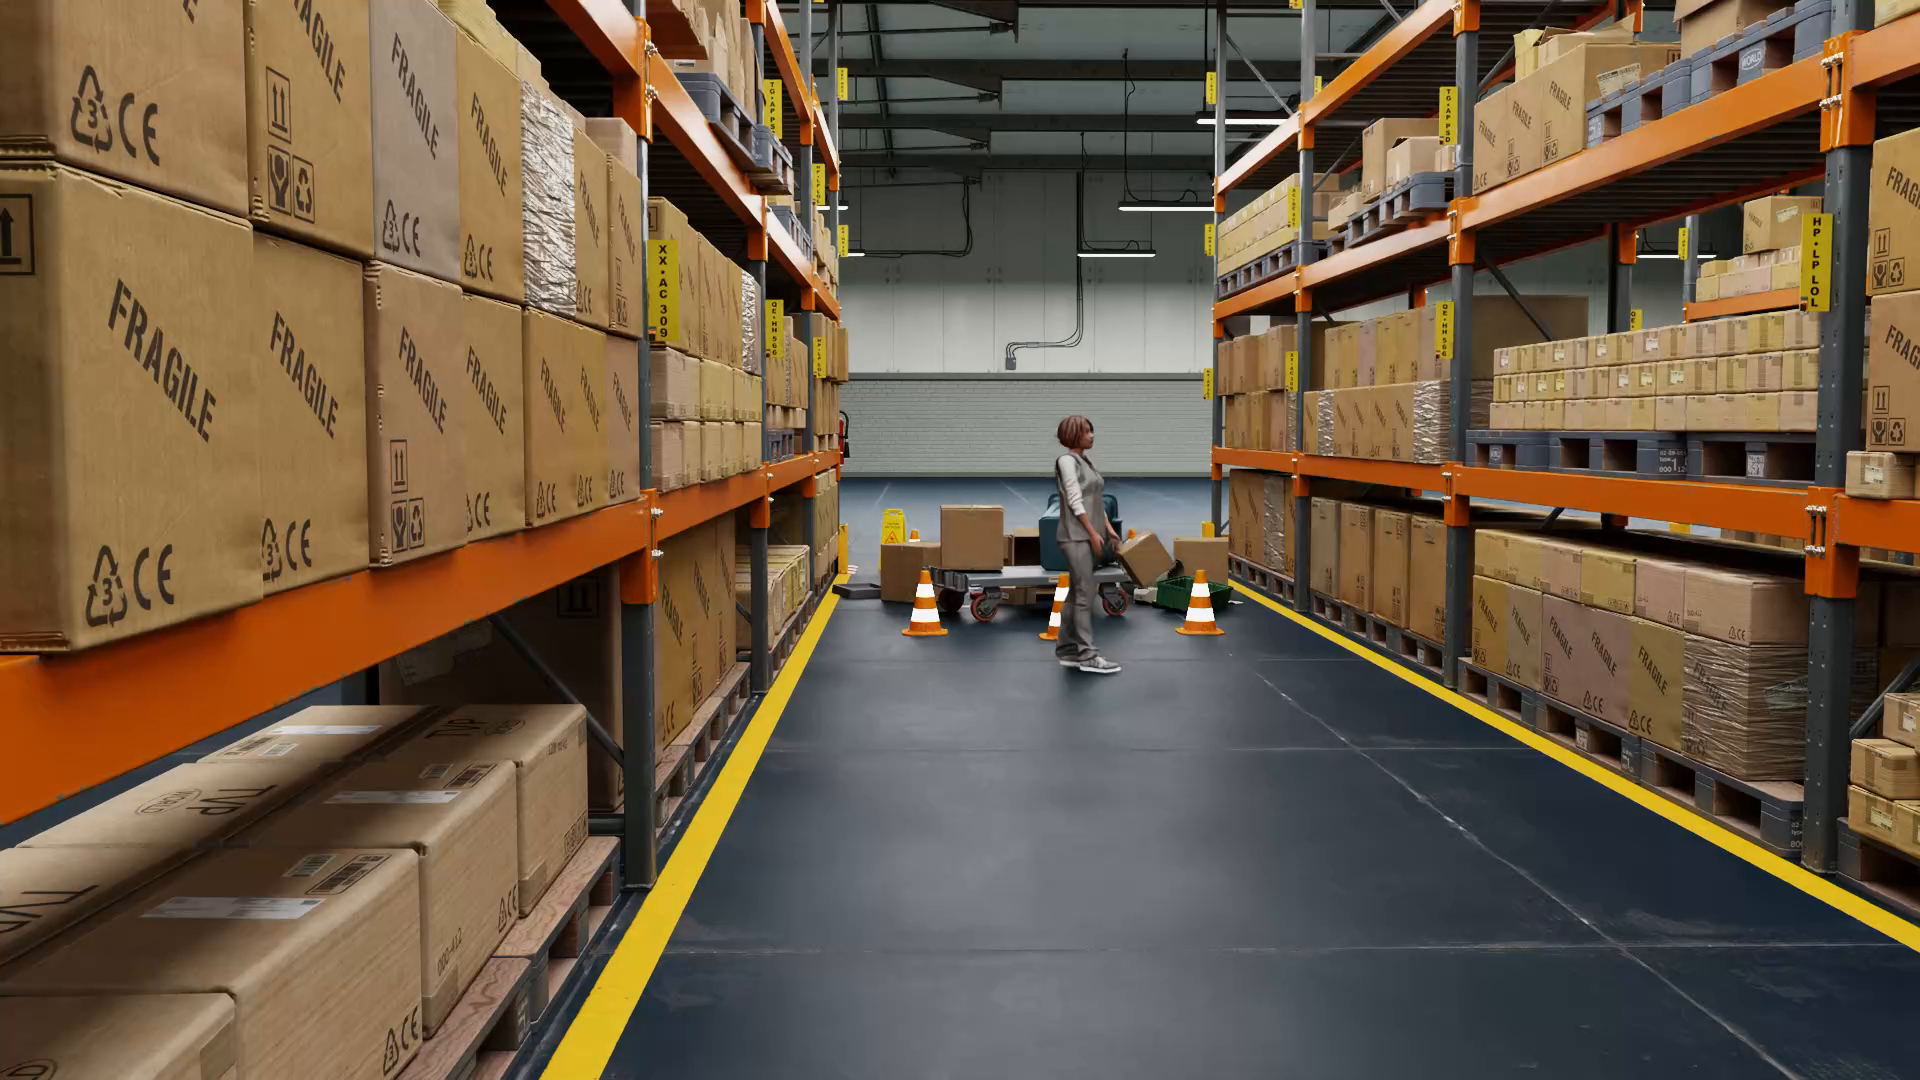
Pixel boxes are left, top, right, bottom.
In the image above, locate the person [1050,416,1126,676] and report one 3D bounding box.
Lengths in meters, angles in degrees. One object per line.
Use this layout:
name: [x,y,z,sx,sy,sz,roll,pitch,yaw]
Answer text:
person: [0.778,0.026,10.335,0.589,1.594,0.522,3,5,39]
